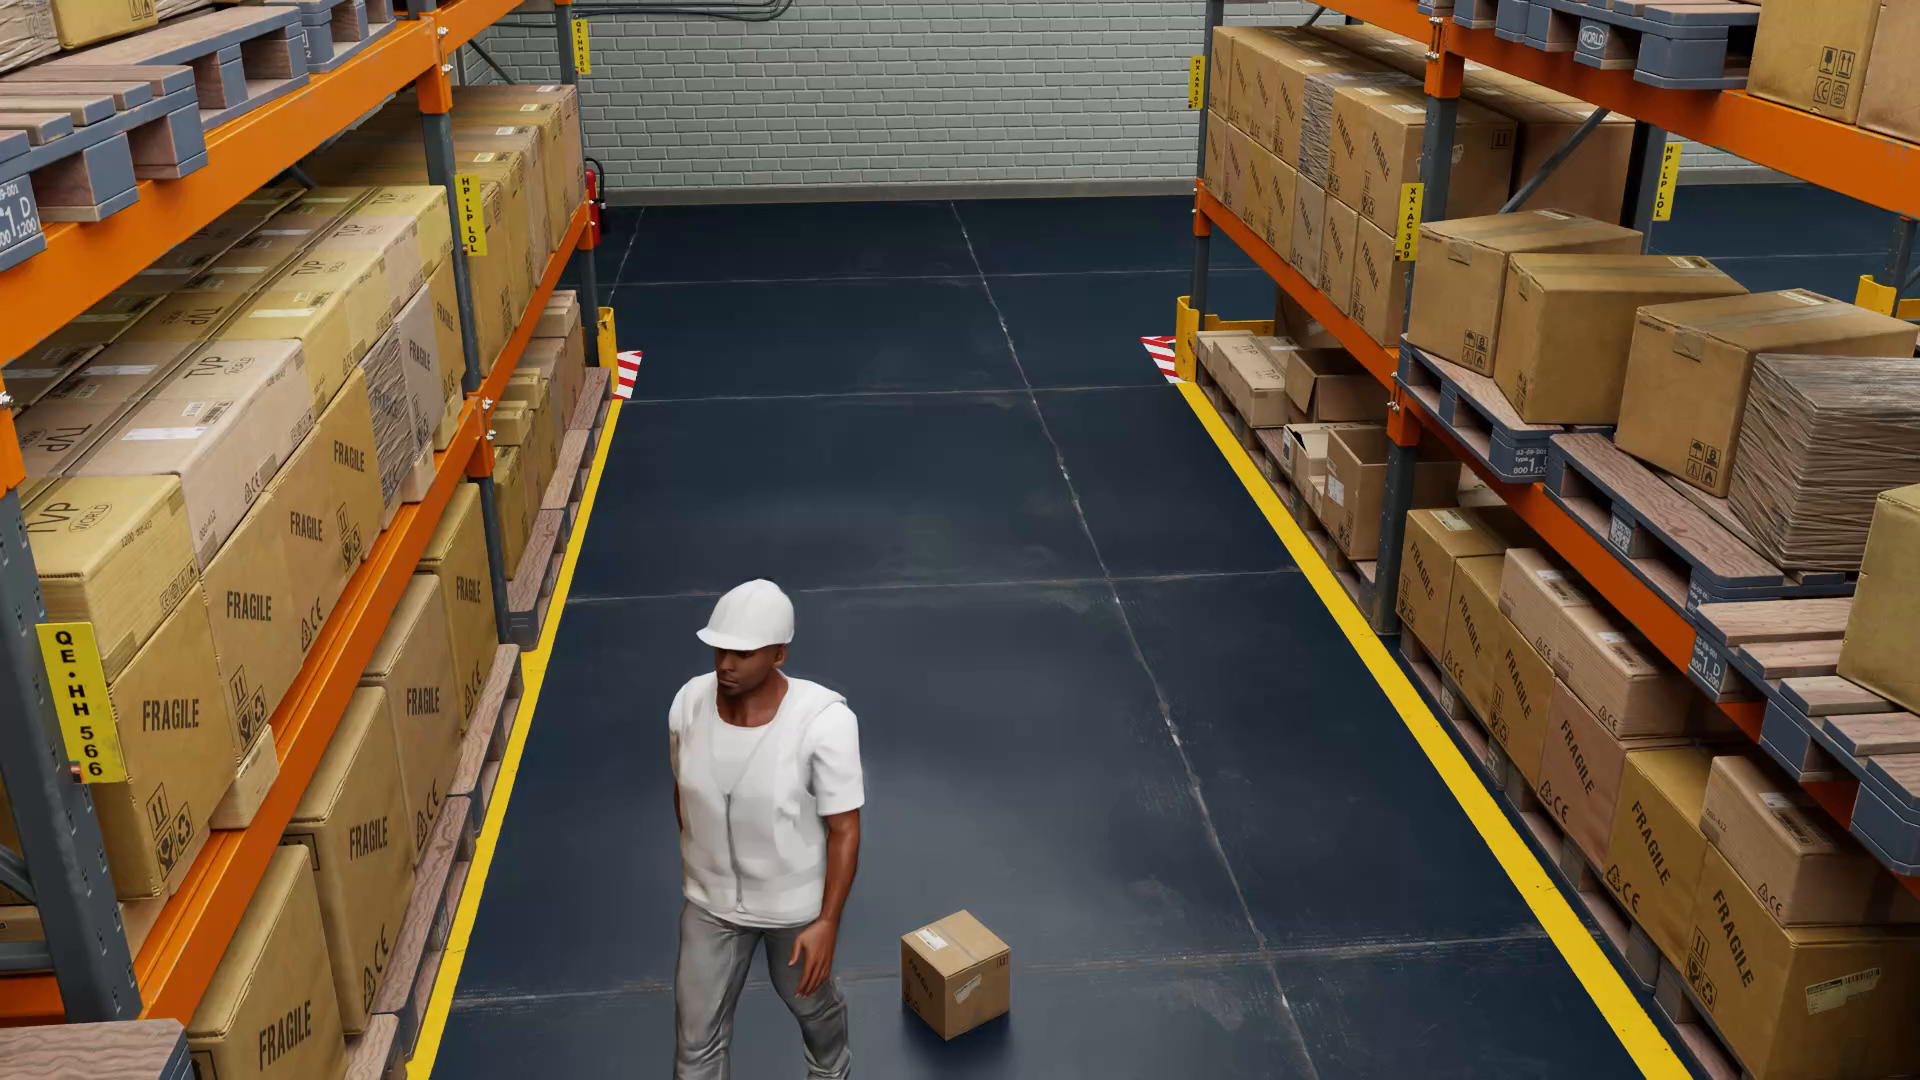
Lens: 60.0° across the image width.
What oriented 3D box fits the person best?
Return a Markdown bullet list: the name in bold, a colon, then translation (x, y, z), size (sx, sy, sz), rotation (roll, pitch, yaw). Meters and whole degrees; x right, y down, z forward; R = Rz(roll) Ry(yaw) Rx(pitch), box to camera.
- **person**: translation (-0.553, 0.970, 4.328), size (0.572, 1.722, 0.925), rotation (6, 24, 12)
